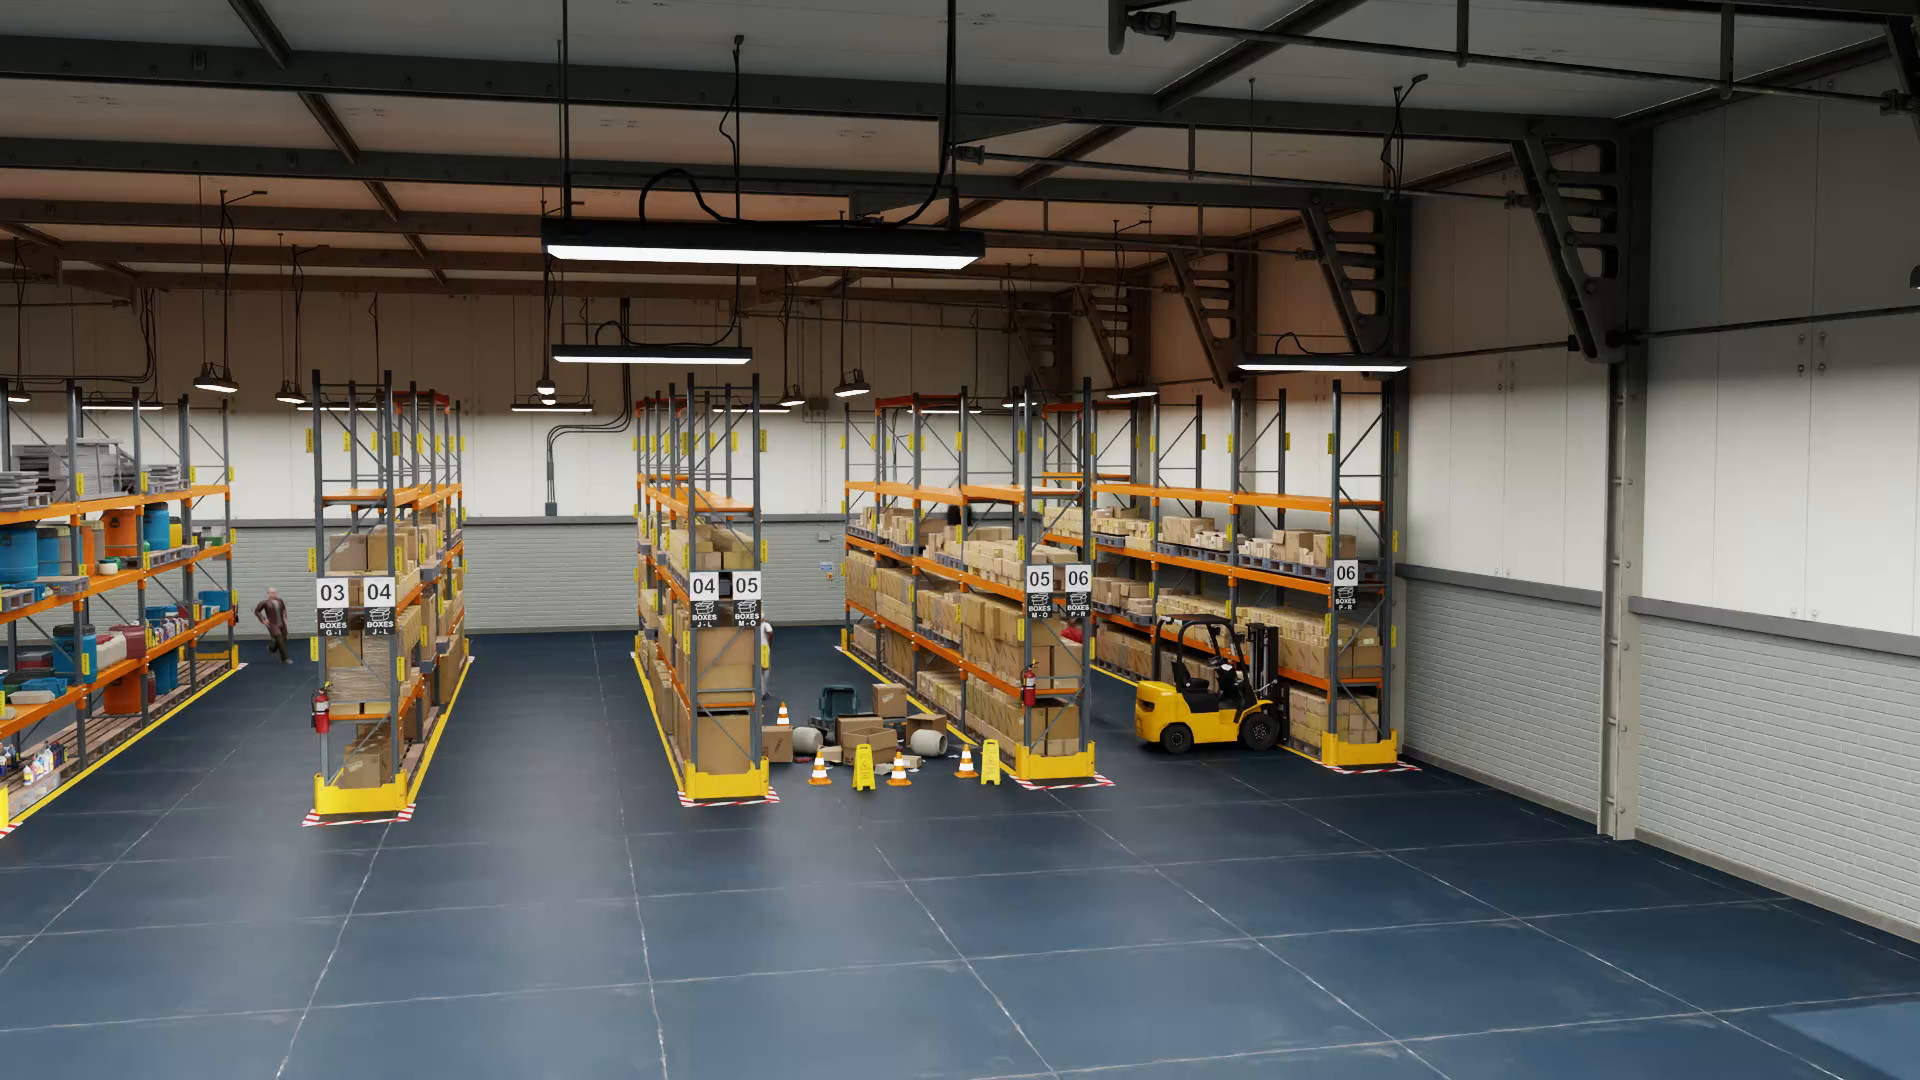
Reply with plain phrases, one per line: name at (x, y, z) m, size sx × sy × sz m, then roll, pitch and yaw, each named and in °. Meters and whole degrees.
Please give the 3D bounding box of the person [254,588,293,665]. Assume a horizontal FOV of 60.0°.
person at (-15.581, 1.956, 37.734) m, size 0.983 × 1.755 × 0.698 m, roll 2°, pitch 4°, yaw 33°

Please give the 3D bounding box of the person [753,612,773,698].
person at (-4.014, 2.267, 32.842) m, size 0.674 × 1.707 × 0.856 m, roll 0°, pitch 3°, yaw 0°

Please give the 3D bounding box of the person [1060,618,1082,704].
person at (2.108, 2.338, 31.715) m, size 0.676 × 1.722 × 0.679 m, roll 0°, pitch 3°, yaw -5°
